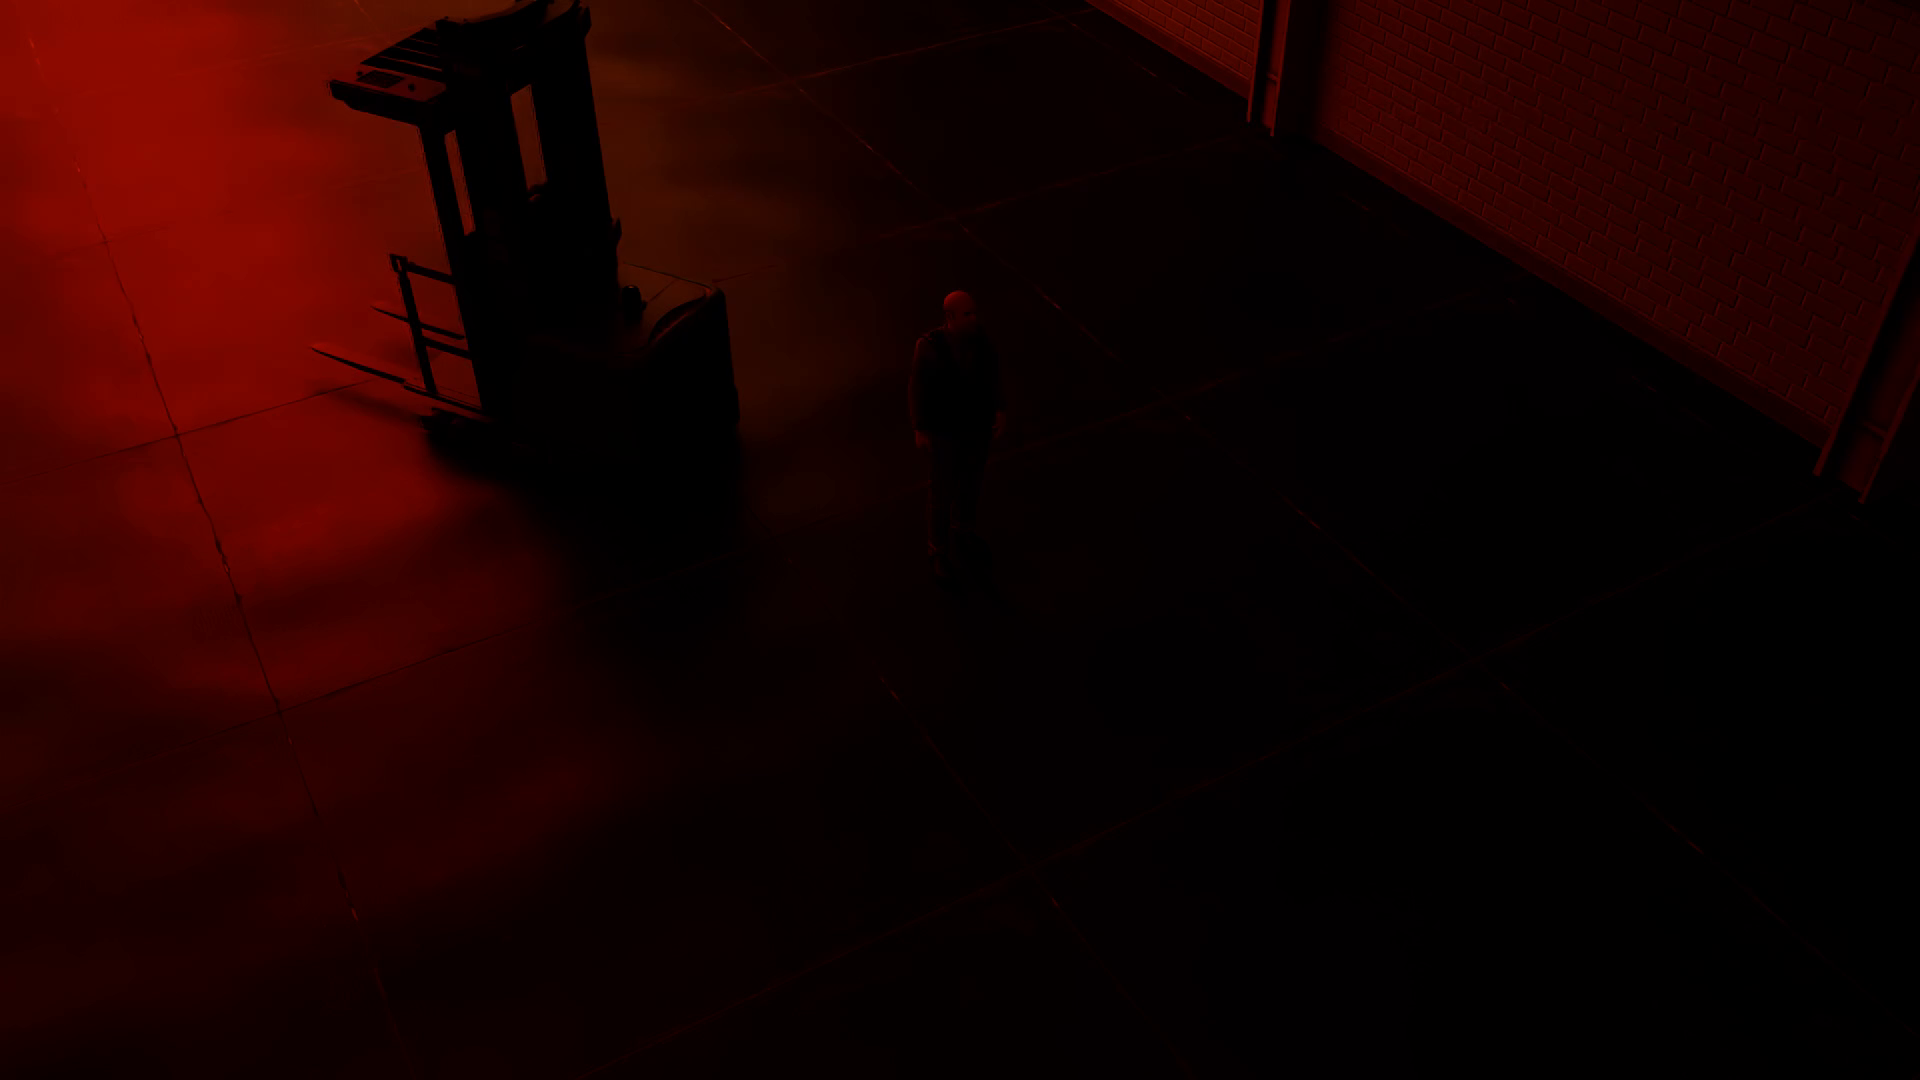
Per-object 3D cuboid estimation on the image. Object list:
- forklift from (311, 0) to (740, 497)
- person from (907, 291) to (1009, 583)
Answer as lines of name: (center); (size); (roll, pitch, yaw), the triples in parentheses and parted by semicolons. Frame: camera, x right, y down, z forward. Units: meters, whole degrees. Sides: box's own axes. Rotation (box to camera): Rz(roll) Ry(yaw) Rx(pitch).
forklift: (-3.033, -2.058, 10.517); (3.031, 2.935, 1.130); (18, 43, 20)
person: (0.025, -0.631, 9.733); (0.634, 1.722, 0.566); (-20, 44, -23)
